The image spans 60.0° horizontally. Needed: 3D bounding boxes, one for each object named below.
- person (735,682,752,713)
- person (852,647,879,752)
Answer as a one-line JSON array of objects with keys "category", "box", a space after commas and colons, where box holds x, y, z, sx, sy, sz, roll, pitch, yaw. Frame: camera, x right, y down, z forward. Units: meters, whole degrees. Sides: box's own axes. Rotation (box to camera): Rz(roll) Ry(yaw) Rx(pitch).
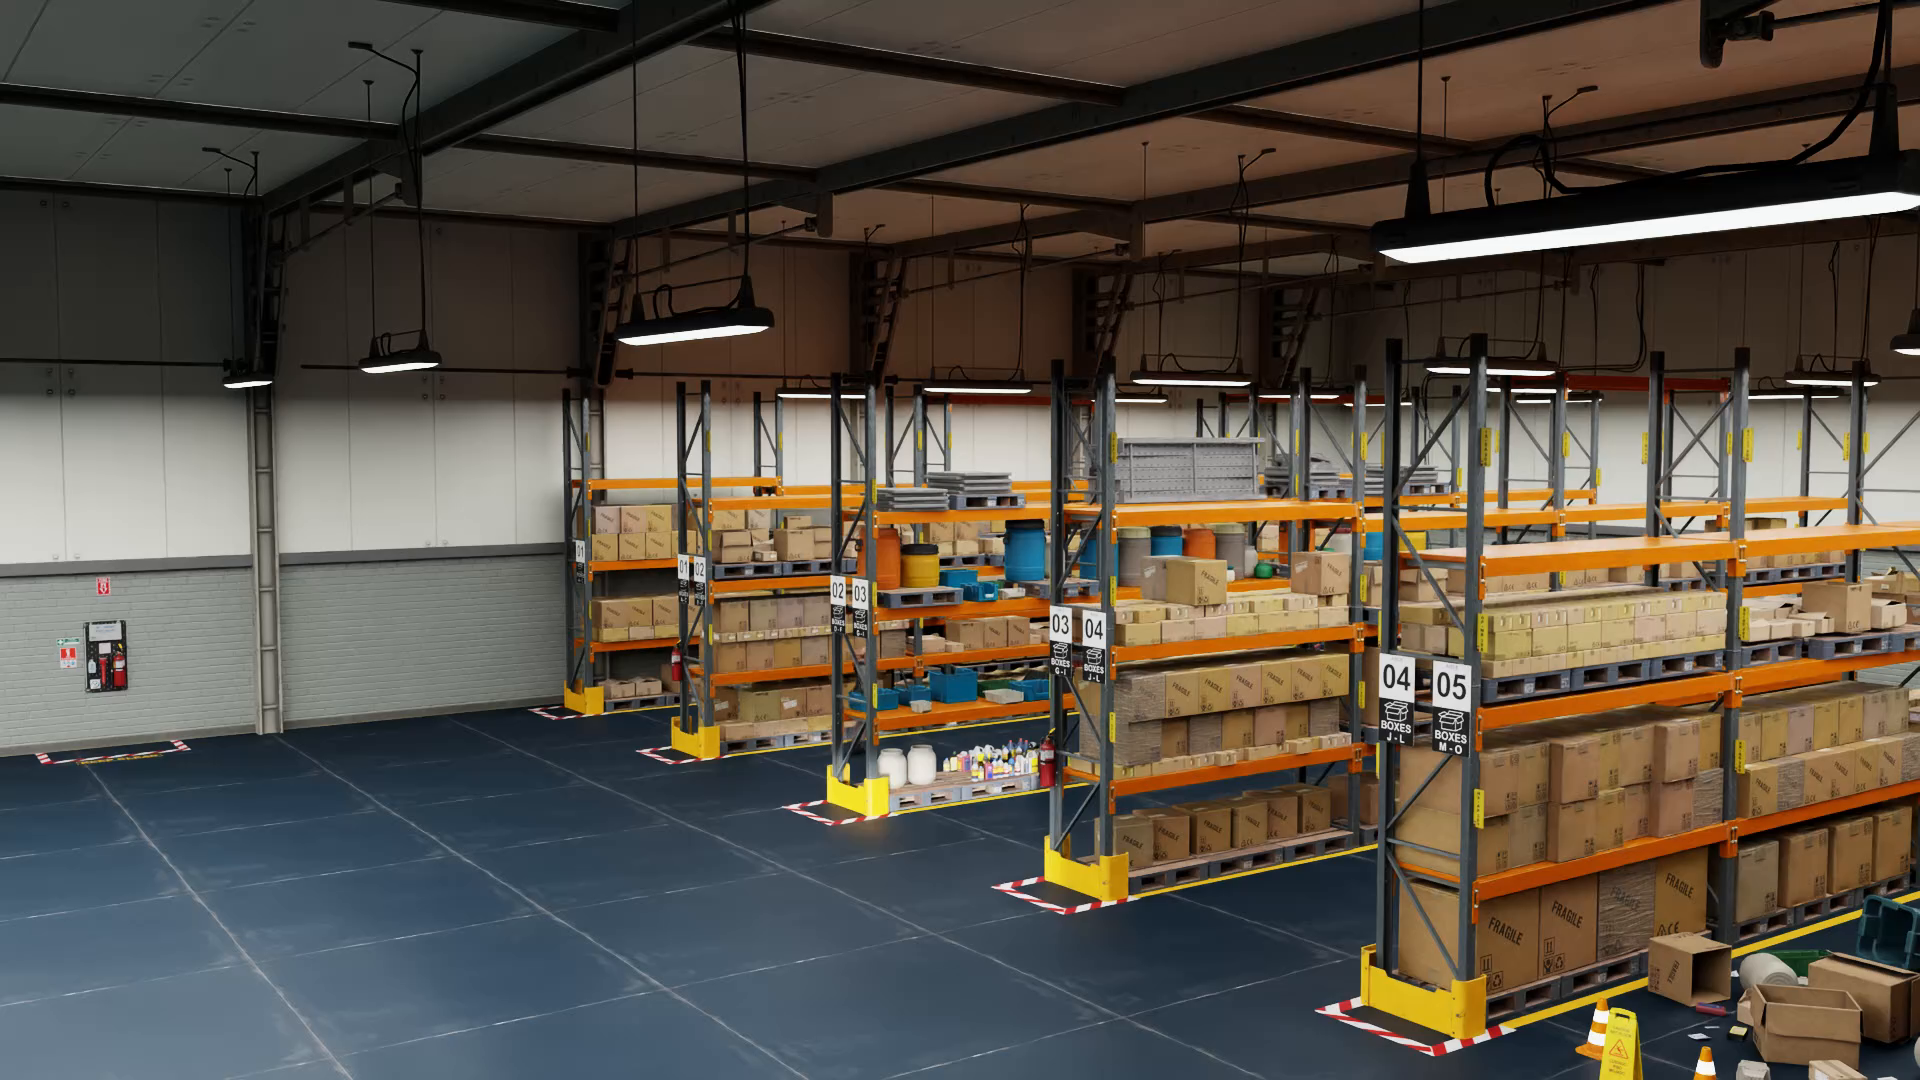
[{"category": "person", "box": [-4.018, 2.399, 30.535, 0.492, 1.580, 0.440, -2, 4, -26]}, {"category": "person", "box": [-1.518, 2.571, 26.879, 0.495, 1.707, 0.564, -2, 4, -22]}]
